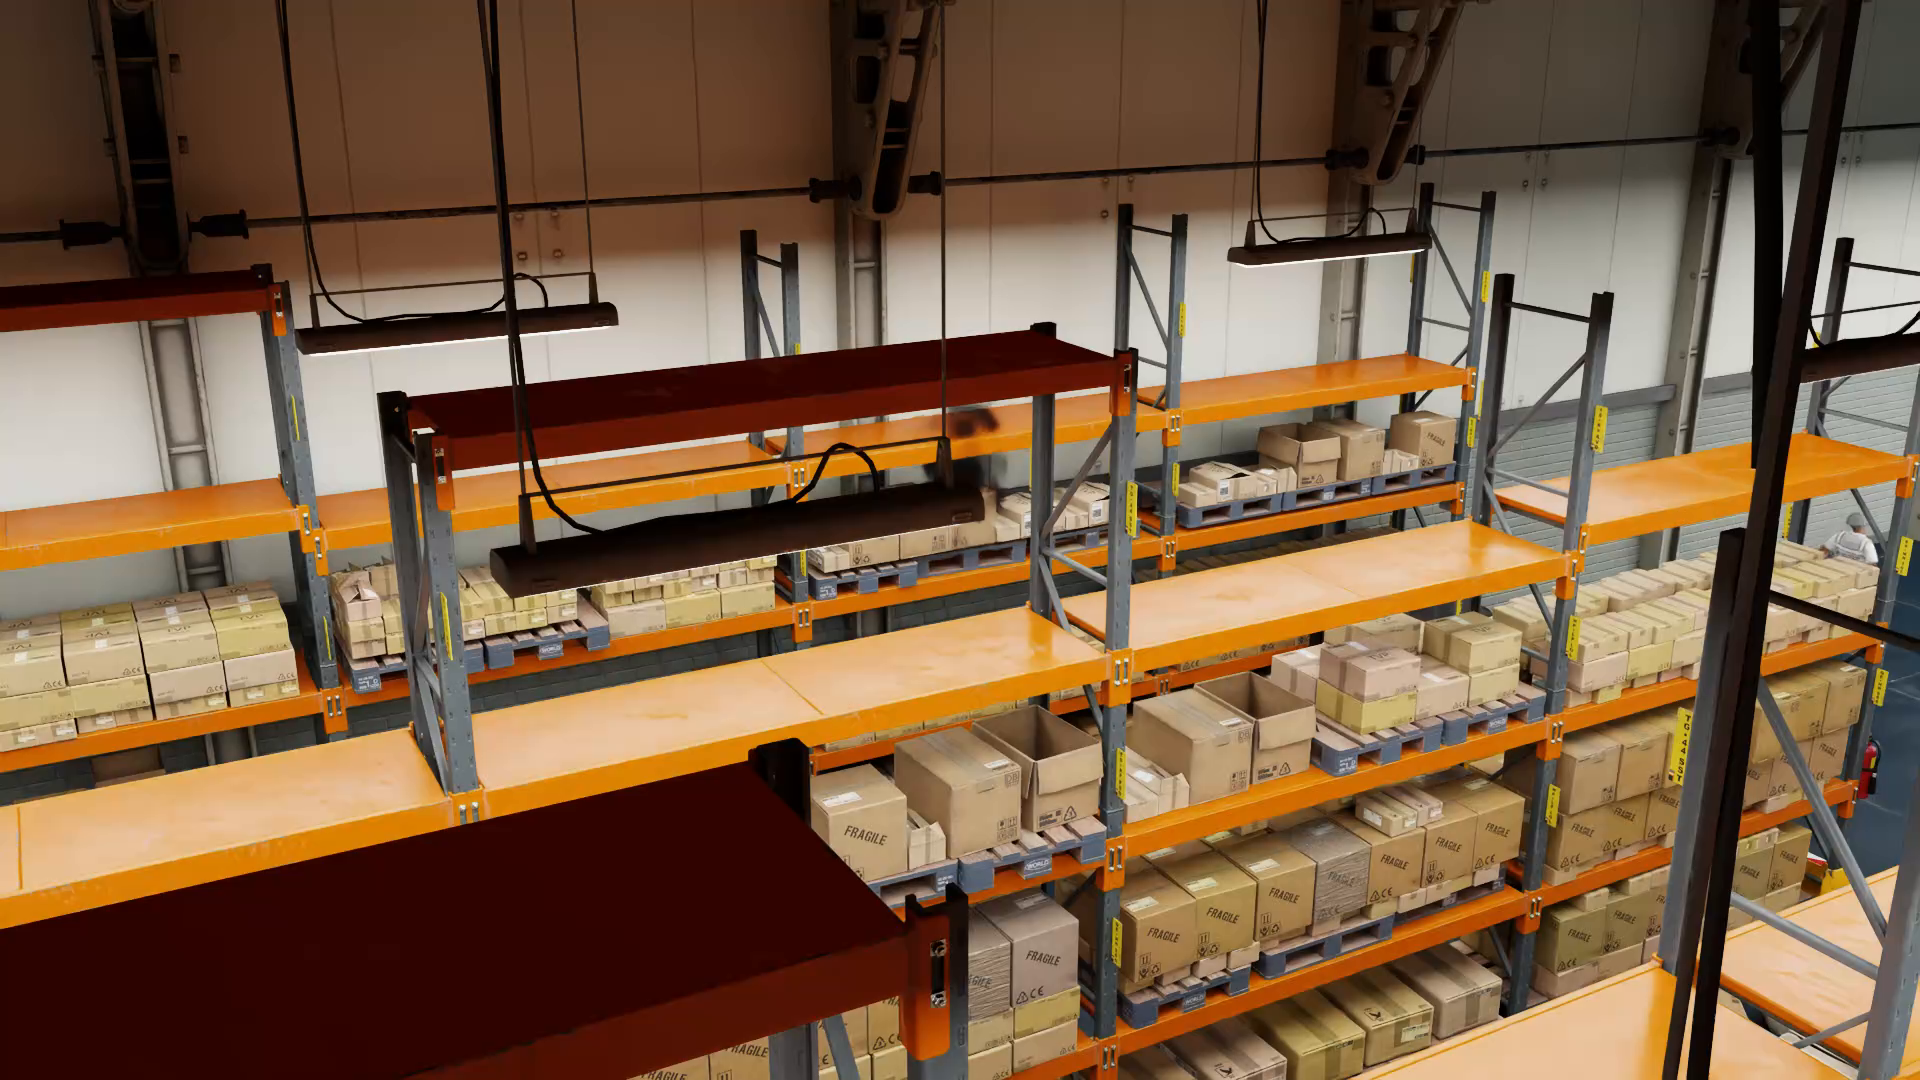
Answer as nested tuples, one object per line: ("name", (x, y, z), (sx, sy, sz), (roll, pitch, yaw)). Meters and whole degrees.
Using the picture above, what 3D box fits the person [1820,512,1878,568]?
("person", (11.381, 0.482, 21.313), (0.627, 1.752, 0.697), (-13, 22, -34))
